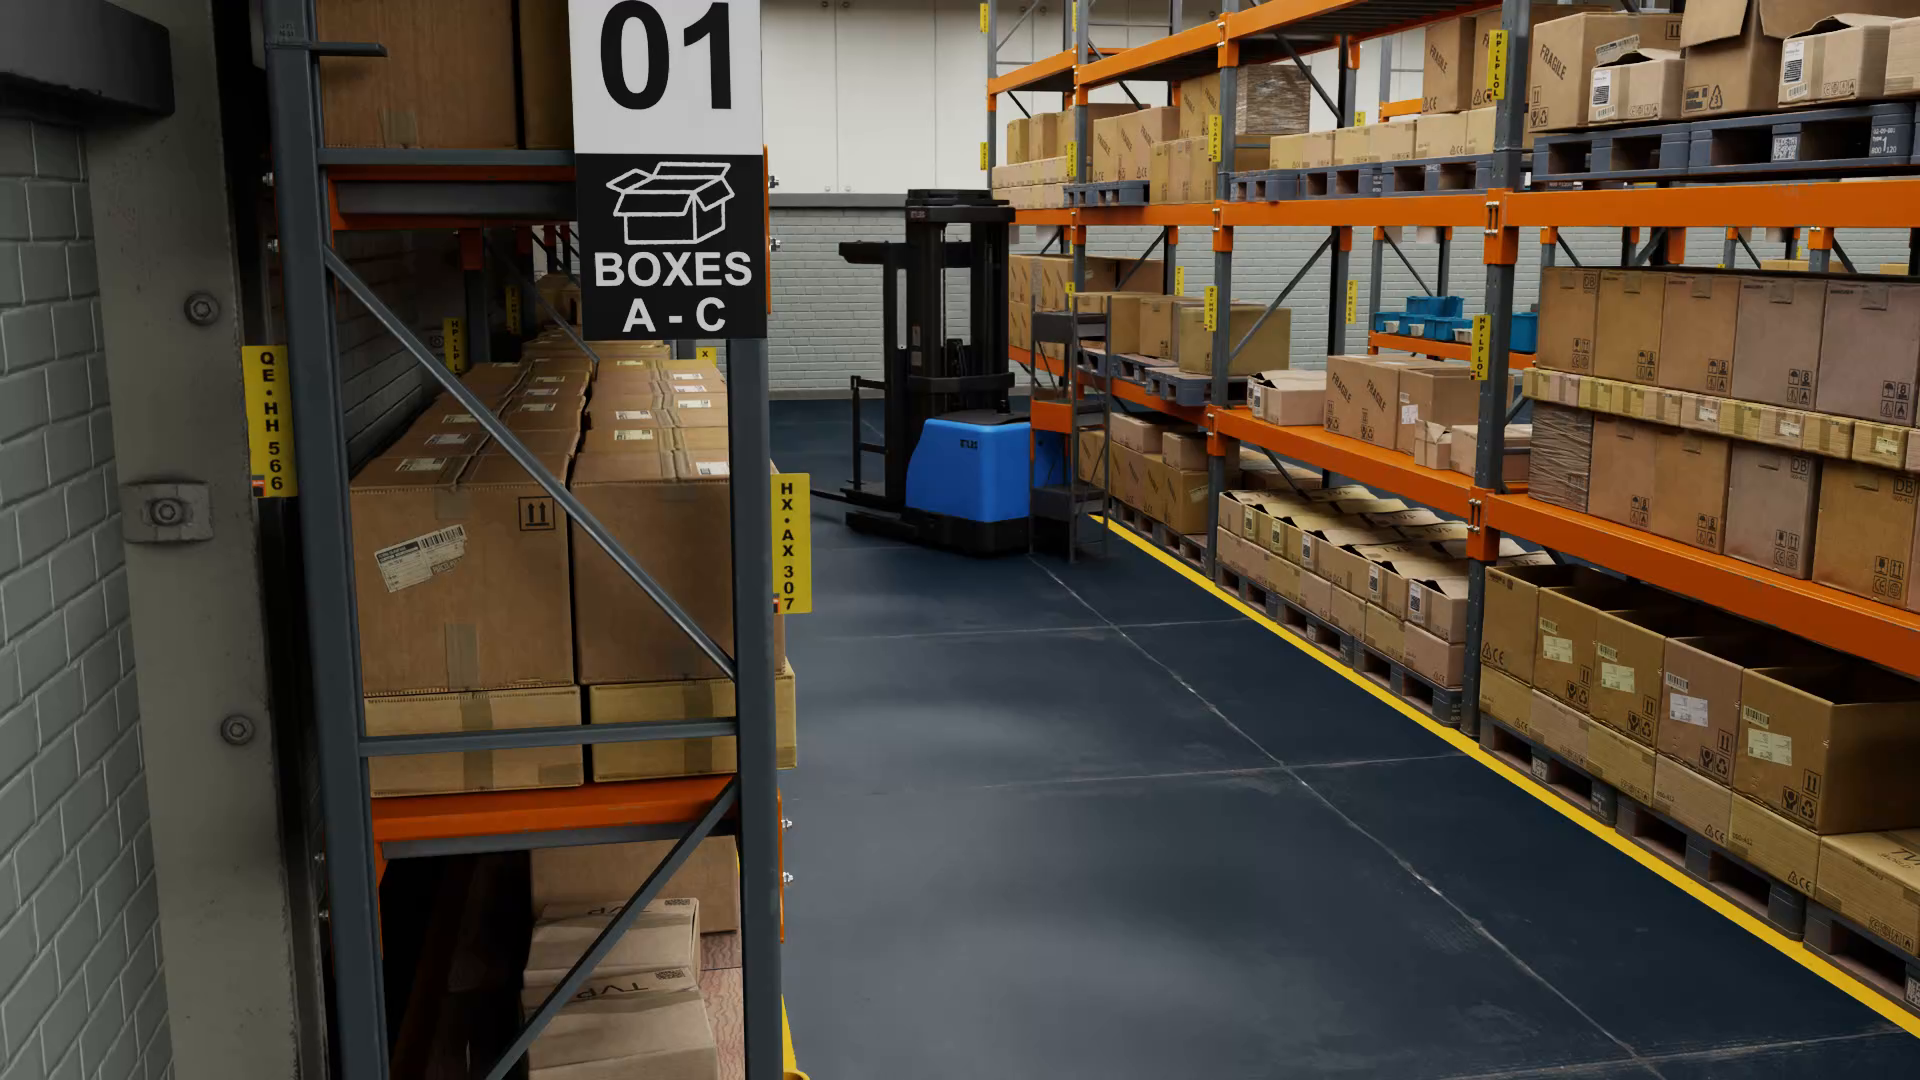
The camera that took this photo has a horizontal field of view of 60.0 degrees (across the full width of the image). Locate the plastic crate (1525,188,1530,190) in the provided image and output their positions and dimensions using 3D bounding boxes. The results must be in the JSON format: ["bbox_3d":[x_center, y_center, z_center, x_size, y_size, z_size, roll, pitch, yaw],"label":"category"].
[{"bbox_3d":[5.969,-3.654,17.795,0.416,0.233,0.300,-2,11,-11],"label":"plastic crate"}]

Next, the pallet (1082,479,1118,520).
[{"bbox_3d":[1.795,-0.410,15.785,1.003,0.211,1.213,-2,11,-11],"label":"pallet"}]

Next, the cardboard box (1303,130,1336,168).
[{"bbox_3d":[2.641,-2.623,11.212,0.500,0.250,0.500,-2,11,-9],"label":"cardboard box"}]

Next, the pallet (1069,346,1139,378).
[{"bbox_3d":[1.648,-1.683,15.528,1.003,0.211,1.213,-2,11,-11],"label":"pallet"}]

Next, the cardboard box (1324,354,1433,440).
[{"bbox_3d":[2.720,-0.936,10.823,0.500,0.500,0.500,-3,11,-14],"label":"cardboard box"}]

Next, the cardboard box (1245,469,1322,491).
[{"bbox_3d":[2.570,-0.276,13.132,0.500,0.500,0.500,-2,11,-9],"label":"cardboard box"}]

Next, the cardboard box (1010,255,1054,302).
[{"bbox_3d":[0.851,-2.923,18.589,0.500,0.500,0.500,-2,11,-10],"label":"cardboard box"}]

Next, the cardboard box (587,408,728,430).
[{"bbox_3d":[-0.903,-0.135,5.224,0.500,0.500,0.500,-2,11,-13],"label":"cardboard box"}]

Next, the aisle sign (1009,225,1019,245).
[{"bbox_3d":[0.521,-3.940,19.922,0.394,0.787,0.004,-2,11,-11],"label":"aisle sign"}]

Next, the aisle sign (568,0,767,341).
[{"bbox_3d":[-0.616,-0.820,3.532,0.394,0.787,0.004,-2,11,-11],"label":"aisle sign"}]

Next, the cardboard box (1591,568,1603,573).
[{"bbox_3d":[3.320,0.324,9.203,0.500,0.311,0.500,-2,11,-11],"label":"cardboard box"}]

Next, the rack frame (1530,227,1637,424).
[{"bbox_3d":[6.459,-2.107,17.243,1.000,3.000,0.127,-2,11,-11],"label":"rack frame"}]

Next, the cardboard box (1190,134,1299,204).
[{"bbox_3d":[2.260,-2.795,12.570,0.910,0.500,0.500,-2,11,-11],"label":"cardboard box"}]

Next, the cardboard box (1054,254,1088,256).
[{"bbox_3d":[1.277,-3.037,19.189,0.500,0.500,0.500,-2,11,-9],"label":"cardboard box"}]

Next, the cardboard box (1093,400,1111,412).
[{"bbox_3d":[1.229,-1.262,18.302,0.797,0.503,0.637,-2,11,-11],"label":"cardboard box"}]

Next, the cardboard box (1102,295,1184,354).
[{"bbox_3d":[1.669,-1.964,15.102,0.700,0.500,0.500,0,11,-2],"label":"cardboard box"}]

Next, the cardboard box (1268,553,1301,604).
[{"bbox_3d":[2.397,0.245,11.119,0.500,0.250,0.500,-2,11,-13],"label":"cardboard box"}]

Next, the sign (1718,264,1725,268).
[{"bbox_3d":[9.994,-3.466,21.855,0.100,0.325,0.005,-2,11,-11],"label":"sign"}]

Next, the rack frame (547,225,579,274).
[{"bbox_3d":[-3.258,-1.747,15.350,1.000,3.000,0.127,-2,11,-11],"label":"rack frame"}]

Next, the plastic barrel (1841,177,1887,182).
[{"bbox_3d":[6.997,-2.834,12.740,0.421,0.512,0.421,0,11,0],"label":"plastic barrel"}]

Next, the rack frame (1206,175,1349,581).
[{"bbox_3d":[2.378,-1.194,12.446,1.000,3.000,0.127,-2,11,-11],"label":"rack frame"}]

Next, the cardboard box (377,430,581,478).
[{"bbox_3d":[-1.313,-0.022,4.630,0.500,0.500,0.500,-2,11,-10],"label":"cardboard box"}]

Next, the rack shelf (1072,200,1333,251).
[{"bbox_3d":[1.989,-2.681,14.160,1.077,0.370,4.000,-2,11,-11],"label":"rack shelf"}]

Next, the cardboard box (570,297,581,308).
[{"bbox_3d":[-2.384,-1.535,11.058,0.380,0.149,0.250,-4,11,-18],"label":"cardboard box"}]

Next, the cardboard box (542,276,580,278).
[{"bbox_3d":[-3.316,-2.130,14.245,0.500,0.250,0.500,-2,11,-10],"label":"cardboard box"}]

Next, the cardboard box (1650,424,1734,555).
[{"bbox_3d":[3.451,-0.239,7.165,0.700,0.500,0.500,-2,11,-10],"label":"cardboard box"}]

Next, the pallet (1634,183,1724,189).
[{"bbox_3d":[6.931,-3.139,15.152,1.003,0.211,1.213,-2,11,-11],"label":"pallet"}]

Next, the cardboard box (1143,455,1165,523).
[{"bbox_3d":[1.865,-0.440,13.994,0.500,0.500,0.500,-3,11,-13],"label":"cardboard box"}]

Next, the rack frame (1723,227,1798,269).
[{"bbox_3d":[10.540,-3.021,22.044,1.000,3.000,0.127,-2,11,-11],"label":"rack frame"}]

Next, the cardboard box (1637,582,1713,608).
[{"bbox_3d":[3.546,0.485,7.850,0.500,0.500,0.500,-2,11,-11],"label":"cardboard box"}]

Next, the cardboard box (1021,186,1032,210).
[{"bbox_3d":[0.959,-3.682,17.899,0.500,0.250,0.500,-2,11,-11],"label":"cardboard box"}]

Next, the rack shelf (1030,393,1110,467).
[{"bbox_3d":[0.877,-0.884,13.300,0.431,0.518,0.480,-9,14,-39],"label":"rack shelf"}]

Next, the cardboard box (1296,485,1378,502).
[{"bbox_3d":[2.721,-0.238,12.154,0.500,0.311,0.500,-2,11,-10],"label":"cardboard box"}]

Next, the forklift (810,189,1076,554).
[{"bbox_3d":[-0.351,-1.548,14.492,1.130,2.935,3.031,-9,14,-39],"label":"forklift"}]

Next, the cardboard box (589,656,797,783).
[{"bbox_3d":[-0.708,0.417,4.330,0.500,0.250,0.500,-2,11,-13],"label":"cardboard box"}]

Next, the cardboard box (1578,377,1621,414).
[{"bbox_3d":[3.119,-0.678,7.735,0.380,0.149,0.250,-2,11,-13],"label":"cardboard box"}]

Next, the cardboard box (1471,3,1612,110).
[{"bbox_3d":[3.075,-2.549,8.818,0.500,0.500,0.500,-2,11,-10],"label":"cardboard box"}]

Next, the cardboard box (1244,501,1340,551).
[{"bbox_3d":[2.302,-0.122,11.546,0.500,0.311,0.500,-2,11,-12],"label":"cardboard box"}]

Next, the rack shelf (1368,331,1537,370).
[{"bbox_3d":[6.070,-2.120,19.238,1.077,0.370,4.000,-2,11,-11],"label":"rack shelf"}]

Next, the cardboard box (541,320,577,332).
[{"bbox_3d":[-2.379,-1.192,10.995,0.700,0.500,0.500,-3,11,-18],"label":"cardboard box"}]

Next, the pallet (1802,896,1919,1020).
[{"bbox_3d":[3.744,1.505,5.727,1.003,0.211,1.213,-2,11,-11],"label":"pallet"}]

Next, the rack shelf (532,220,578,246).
[{"bbox_3d":[-2.870,-2.500,13.210,1.077,0.370,4.000,-2,11,-11],"label":"rack shelf"}]

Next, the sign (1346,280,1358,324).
[{"bbox_3d":[2.922,-1.783,12.447,0.100,0.325,0.005,-2,11,-11],"label":"sign"}]

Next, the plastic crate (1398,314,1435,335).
[{"bbox_3d":[5.535,-2.610,20.173,0.416,0.233,0.300,-2,11,-11],"label":"plastic crate"}]

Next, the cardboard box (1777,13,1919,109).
[{"bbox_3d":[3.343,-1.735,6.008,0.500,0.311,0.500,-1,11,-4],"label":"cardboard box"}]

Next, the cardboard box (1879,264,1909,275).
[{"bbox_3d":[10.873,-2.894,18.981,0.500,0.500,0.500,-2,11,-10],"label":"cardboard box"}]

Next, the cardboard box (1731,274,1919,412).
[{"bbox_3d":[3.541,-0.789,6.584,0.700,0.500,0.500,-2,11,-11],"label":"cardboard box"}]

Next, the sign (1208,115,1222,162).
[{"bbox_3d":[1.845,-2.902,12.016,0.100,0.325,0.005,-2,11,-11],"label":"sign"}]

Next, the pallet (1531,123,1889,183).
[{"bbox_3d":[3.347,-1.735,7.503,1.003,0.211,1.213,-2,11,-11],"label":"pallet"}]

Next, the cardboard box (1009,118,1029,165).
[{"bbox_3d":[0.952,-4.486,18.782,0.700,0.500,0.500,-2,11,-11],"label":"cardboard box"}]

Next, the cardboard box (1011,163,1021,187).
[{"bbox_3d":[0.860,-4.019,18.333,0.500,0.250,0.500,-2,11,-11],"label":"cardboard box"}]

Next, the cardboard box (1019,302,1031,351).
[{"bbox_3d":[0.945,-2.341,18.205,0.500,0.500,0.500,-2,11,-10],"label":"cardboard box"}]

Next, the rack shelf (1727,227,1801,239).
[{"bbox_3d":[10.929,-3.774,19.904,1.077,0.370,4.000,-2,11,-11],"label":"rack shelf"}]

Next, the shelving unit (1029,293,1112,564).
[{"bbox_3d":[0.877,-0.898,13.298,0.431,2.100,0.503,-9,14,-39],"label":"shelving unit"}]

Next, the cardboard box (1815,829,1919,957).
[{"bbox_3d":[3.431,1.239,5.895,0.500,0.250,0.500,-2,11,-11],"label":"cardboard box"}]

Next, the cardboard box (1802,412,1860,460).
[{"bbox_3d":[3.419,-0.395,6.246,0.380,0.149,0.250,-2,11,-9],"label":"cardboard box"}]
